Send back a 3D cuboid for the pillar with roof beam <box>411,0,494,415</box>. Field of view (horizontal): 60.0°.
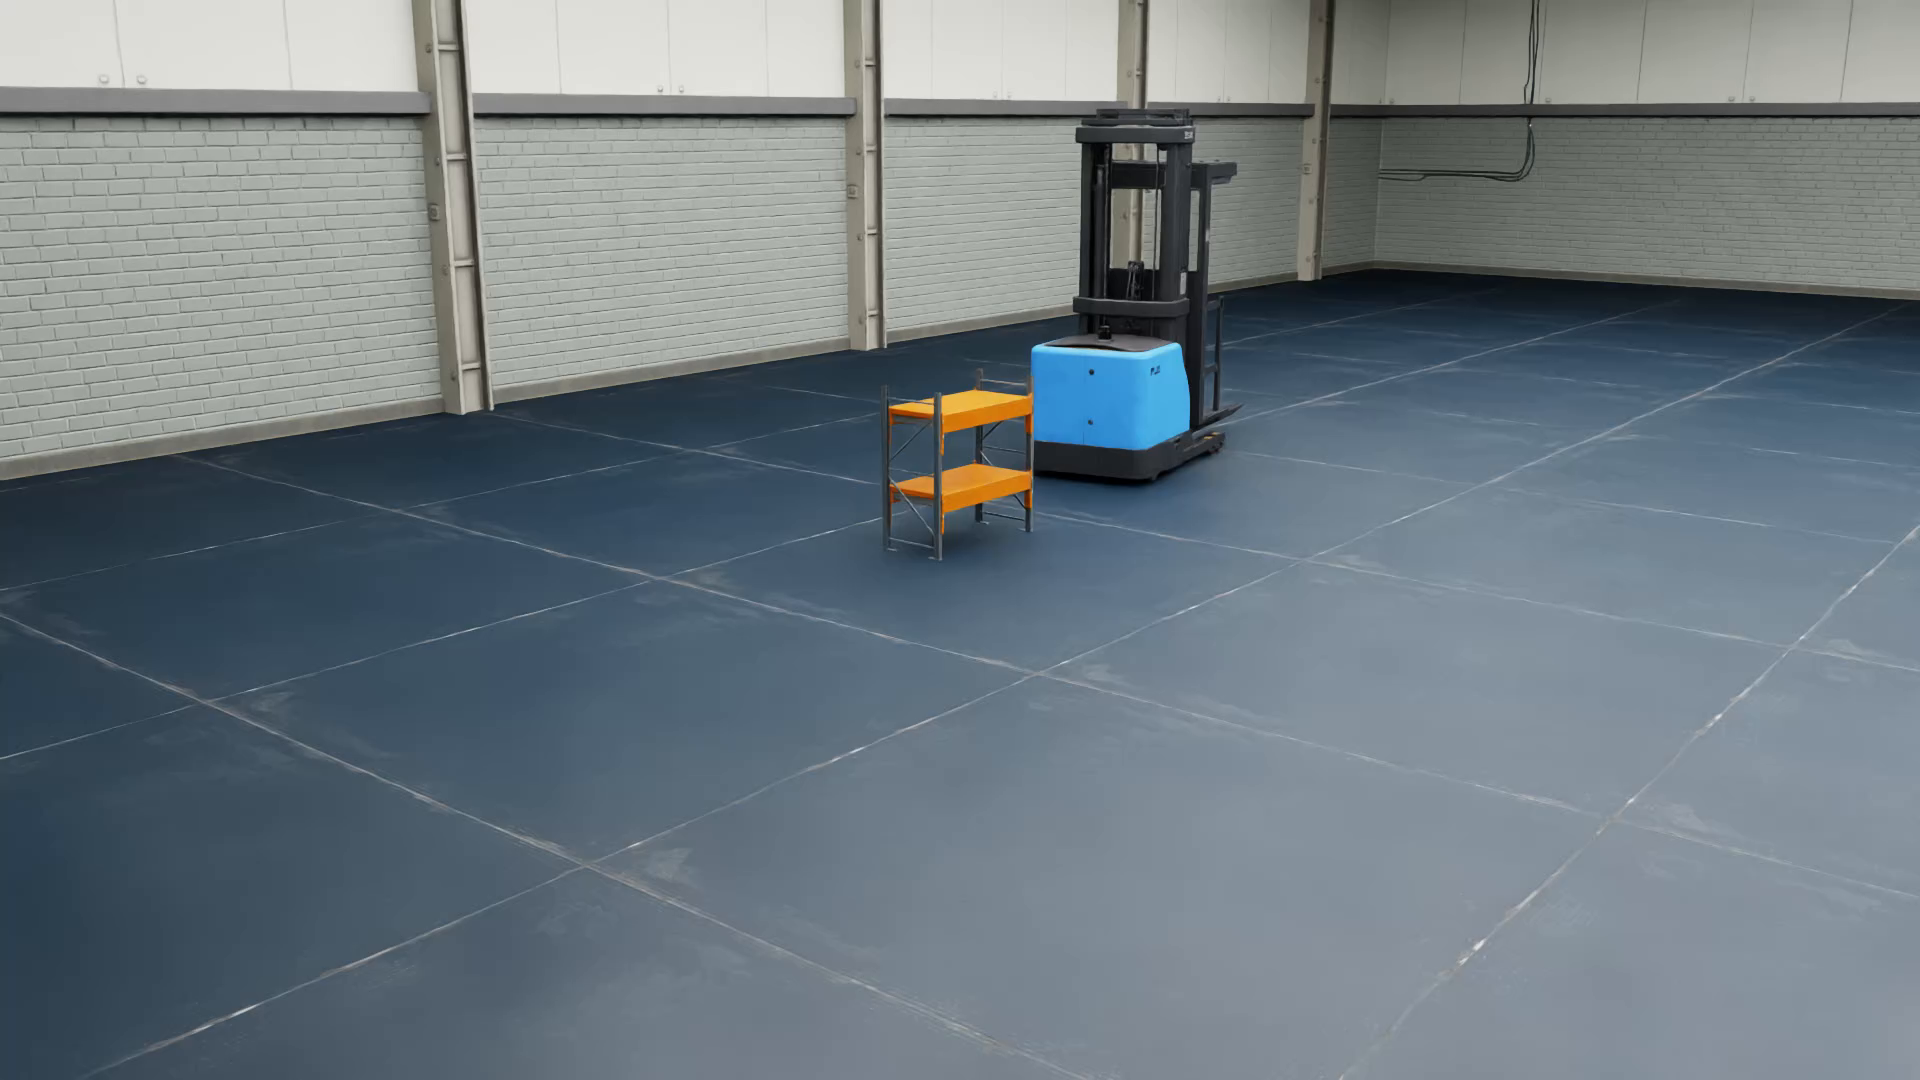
[{"bbox_3d":[-1.603,-5.000,13.029,9.100,9.000,0.400,11,18,38],"label":"pillar with roof beam"}]

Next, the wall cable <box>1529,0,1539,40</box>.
[{"bbox_3d":[11.346,-9.997,28.749,3.097,2.526,0.112,11,18,38],"label":"wall cable"}]

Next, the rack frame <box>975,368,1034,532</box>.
[{"bbox_3d":[0.315,-0.641,11.863,0.500,1.125,0.032,11,18,38],"label":"rack frame"}]

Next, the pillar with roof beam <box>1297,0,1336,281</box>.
[{"bbox_3d":[9.710,-8.447,26.598,9.100,9.000,0.400,11,18,38],"label":"pillar with roof beam"}]

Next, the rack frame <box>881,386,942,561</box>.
[{"bbox_3d":[-0.324,-0.447,11.096,0.500,1.125,0.032,11,18,38],"label":"rack frame"}]

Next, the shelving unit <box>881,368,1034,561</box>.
[{"bbox_3d":[-0.004,-0.544,11.479,0.538,1.125,1.048,11,18,38],"label":"shelving unit"}]

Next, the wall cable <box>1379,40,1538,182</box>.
[{"bbox_3d":[9.242,-7.968,31.018,3.097,2.526,0.112,11,18,38],"label":"wall cable"}]

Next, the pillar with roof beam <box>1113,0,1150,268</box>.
[{"bbox_3d":[5.939,-7.298,22.075,9.100,9.000,0.400,11,18,38],"label":"pillar with roof beam"}]

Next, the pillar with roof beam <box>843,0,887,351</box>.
[{"bbox_3d":[2.168,-6.149,17.552,9.100,9.000,0.400,11,18,38],"label":"pillar with roof beam"}]

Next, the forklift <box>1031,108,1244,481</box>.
[{"bbox_3d":[1.695,-2.211,14.374,1.130,2.935,3.031,7,16,27],"label":"forklift"}]

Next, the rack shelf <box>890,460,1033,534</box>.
[{"bbox_3d":[-0.004,-0.307,11.540,0.538,0.278,1.000,11,18,38],"label":"rack shelf"}]

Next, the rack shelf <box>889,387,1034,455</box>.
[{"bbox_3d":[-0.004,-0.828,11.407,0.538,0.278,1.000,11,18,38],"label":"rack shelf"}]
